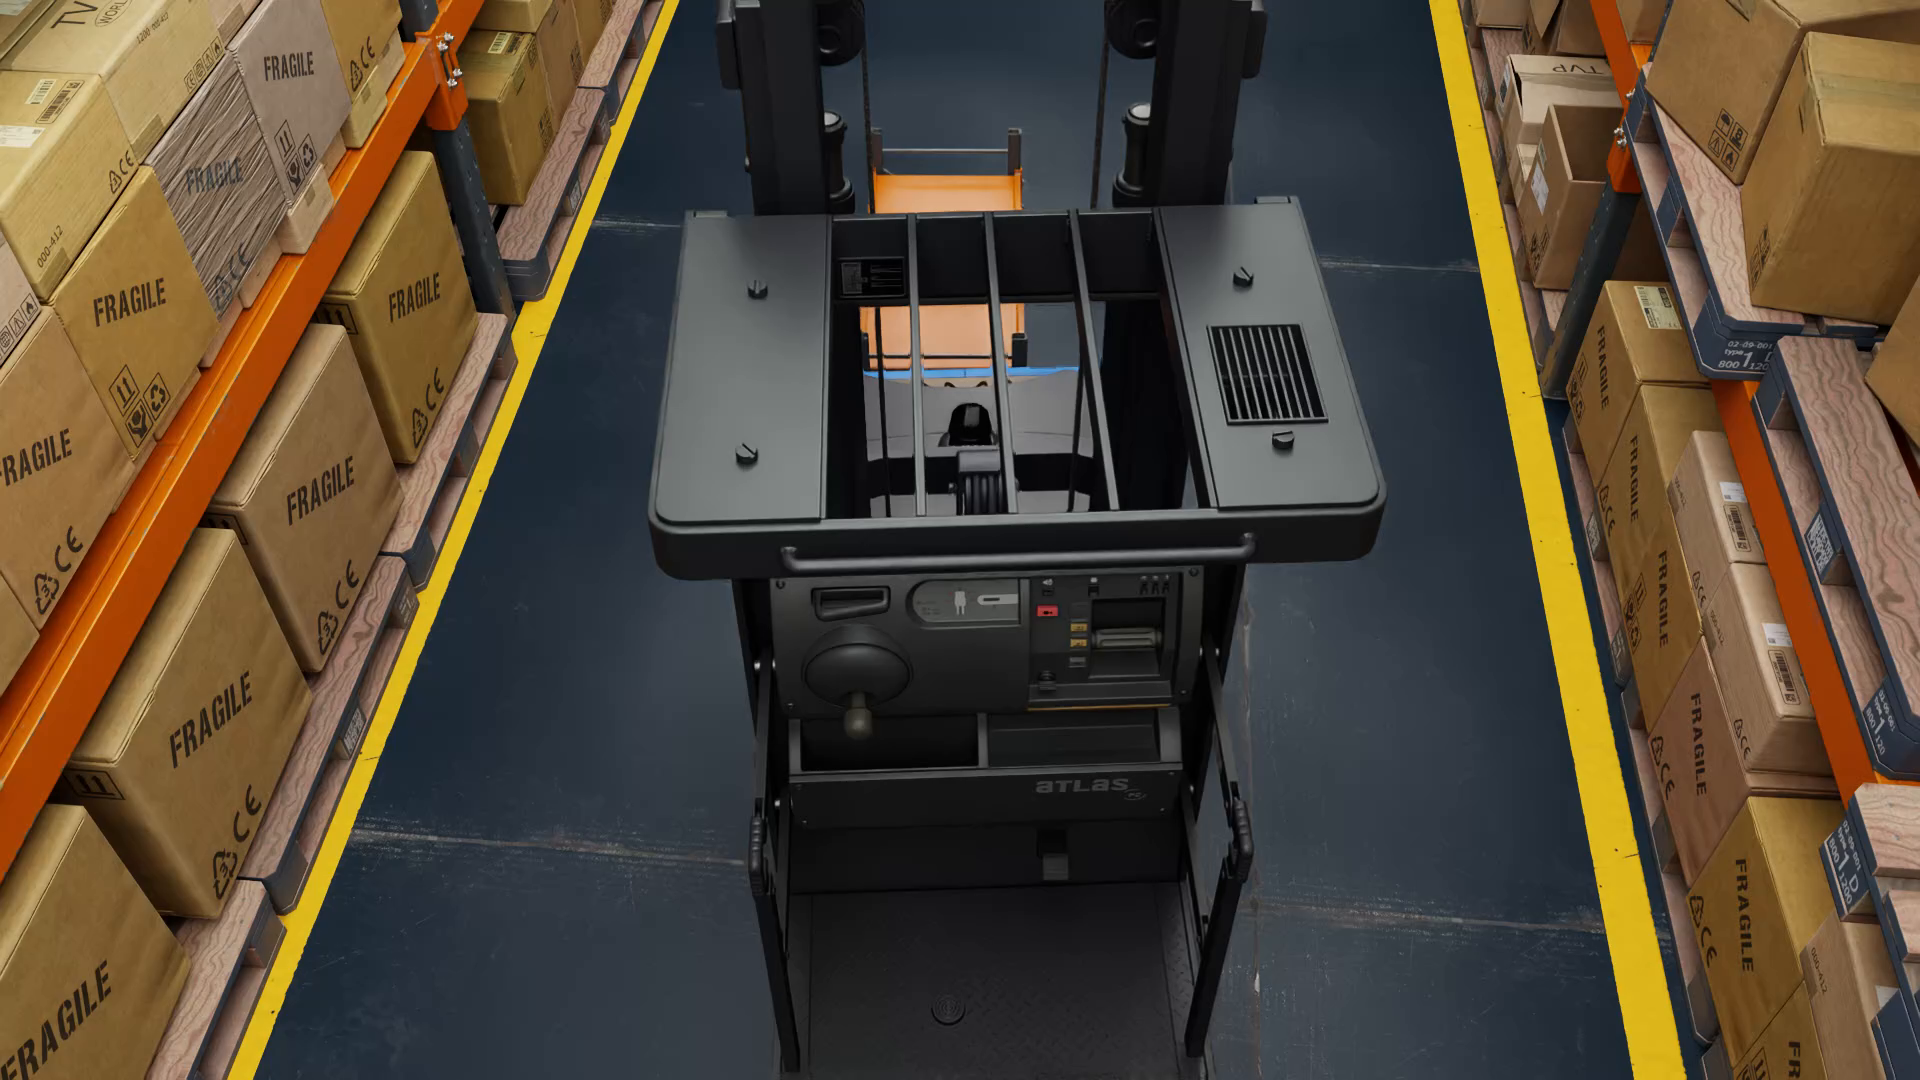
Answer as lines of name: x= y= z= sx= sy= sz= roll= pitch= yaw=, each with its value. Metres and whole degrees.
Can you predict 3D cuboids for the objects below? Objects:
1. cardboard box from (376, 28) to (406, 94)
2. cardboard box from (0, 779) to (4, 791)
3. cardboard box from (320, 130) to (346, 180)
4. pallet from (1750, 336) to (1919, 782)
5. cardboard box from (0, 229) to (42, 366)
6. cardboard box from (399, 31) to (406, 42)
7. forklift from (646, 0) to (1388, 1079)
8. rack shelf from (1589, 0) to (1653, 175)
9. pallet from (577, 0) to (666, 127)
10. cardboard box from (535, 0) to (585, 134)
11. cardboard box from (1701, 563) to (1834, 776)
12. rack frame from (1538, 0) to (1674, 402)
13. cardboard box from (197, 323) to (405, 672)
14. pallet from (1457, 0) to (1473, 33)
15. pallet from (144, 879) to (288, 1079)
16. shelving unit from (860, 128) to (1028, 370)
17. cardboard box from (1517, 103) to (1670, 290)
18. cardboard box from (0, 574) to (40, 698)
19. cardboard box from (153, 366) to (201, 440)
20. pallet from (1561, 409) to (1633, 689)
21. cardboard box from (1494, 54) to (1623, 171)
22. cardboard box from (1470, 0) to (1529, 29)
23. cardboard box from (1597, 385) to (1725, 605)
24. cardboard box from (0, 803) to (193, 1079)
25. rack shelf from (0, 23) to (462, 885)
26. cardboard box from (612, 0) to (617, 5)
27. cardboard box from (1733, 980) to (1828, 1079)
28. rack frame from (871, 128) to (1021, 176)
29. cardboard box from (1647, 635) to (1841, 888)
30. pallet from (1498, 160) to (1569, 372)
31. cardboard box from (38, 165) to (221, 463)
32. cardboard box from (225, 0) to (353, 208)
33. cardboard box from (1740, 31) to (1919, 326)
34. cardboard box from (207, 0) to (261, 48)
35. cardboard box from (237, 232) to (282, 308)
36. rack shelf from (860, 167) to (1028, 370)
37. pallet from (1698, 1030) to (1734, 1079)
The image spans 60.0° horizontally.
cardboard box: x=-1.997 y=-1.532 z=5.275 sx=0.380 sy=0.149 sz=0.250 roll=4 pitch=48 yaw=4
cardboard box: x=-2.212 y=0.539 z=3.381 sx=0.380 sy=0.149 sz=0.250 roll=5 pitch=48 yaw=5
cardboard box: x=-2.065 y=-1.158 z=4.933 sx=0.380 sy=0.149 sz=0.250 roll=5 pitch=48 yaw=5
pallet: x=2.494 y=0.028 z=3.822 sx=1.003 sy=0.211 sz=1.213 roll=4 pitch=48 yaw=4
cardboard box: x=-2.224 y=-0.411 z=3.302 sx=0.500 sy=0.250 sz=0.500 roll=4 pitch=48 yaw=4
cardboard box: x=-2.289 y=-1.844 z=6.374 sx=0.380 sy=0.149 sz=0.250 roll=4 pitch=48 yaw=3
forklift: x=0.071 y=0.327 z=3.465 sx=1.130 sy=2.935 sz=3.031 roll=-2 pitch=48 yaw=-2
rack shelf: x=2.868 y=-2.774 z=6.742 sx=1.077 sy=0.370 sz=4.000 roll=4 pitch=48 yaw=4
pallet: x=-1.992 y=-2.389 z=7.792 sx=1.003 sy=0.211 sz=1.213 roll=4 pitch=48 yaw=4
cardboard box: x=-2.028 y=-2.087 z=7.036 sx=0.700 sy=0.500 sz=0.500 roll=3 pitch=48 yaw=3
cardboard box: x=2.263 y=0.337 z=4.296 sx=0.500 sy=0.250 sz=0.500 roll=3 pitch=48 yaw=3
rack frame: x=2.686 y=-1.547 z=5.132 sx=1.000 sy=3.000 sz=0.127 roll=4 pitch=48 yaw=4
cardboard box: x=-2.256 y=-0.154 z=5.030 sx=0.750 sy=0.750 sz=0.750 roll=5 pitch=48 yaw=5
pallet: x=2.972 y=-2.904 z=8.263 sx=1.003 sy=0.211 sz=1.213 roll=4 pitch=48 yaw=4
pallet: x=-2.465 y=1.429 z=4.300 sx=1.003 sy=0.211 sz=1.213 roll=4 pitch=48 yaw=4
shelving unit: x=-0.053 y=-0.586 z=5.523 sx=0.538 sy=1.125 sz=1.048 roll=0 pitch=48 yaw=0
cardboard box: x=2.455 y=-1.290 z=6.293 sx=0.500 sy=0.500 sz=0.500 roll=4 pitch=48 yaw=4
cardboard box: x=-2.256 y=0.197 z=3.254 sx=0.500 sy=0.500 sz=0.500 roll=5 pitch=48 yaw=5
cardboard box: x=-2.192 y=-0.407 z=4.246 sx=0.380 sy=0.149 sz=0.250 roll=5 pitch=48 yaw=5
pallet: x=2.649 y=-0.006 z=5.612 sx=1.003 sy=0.211 sz=1.213 roll=4 pitch=48 yaw=4
cardboard box: x=2.523 y=-1.777 z=6.867 sx=0.500 sy=0.311 sz=0.500 roll=4 pitch=48 yaw=4
cardboard box: x=2.627 y=-2.592 z=7.653 sx=0.500 sy=0.250 sz=0.500 roll=4 pitch=48 yaw=4
cardboard box: x=2.361 y=-0.120 z=5.223 sx=0.500 sy=0.500 sz=0.500 roll=4 pitch=48 yaw=4
cardboard box: x=-2.415 y=1.114 z=3.871 sx=0.750 sy=0.750 sz=0.750 roll=3 pitch=48 yaw=3
rack shelf: x=-2.430 y=-0.165 z=4.356 sx=1.077 sy=0.370 sz=4.000 roll=4 pitch=48 yaw=4
cardboard box: x=-1.938 y=-2.857 z=7.739 sx=0.700 sy=0.500 sz=0.500 roll=2 pitch=48 yaw=2
cardboard box: x=2.173 y=1.384 z=3.847 sx=0.500 sy=0.500 sz=0.500 roll=6 pitch=48 yaw=5
rack frame: x=-0.049 y=-0.961 z=5.866 sx=0.500 sy=1.125 sz=0.032 roll=0 pitch=48 yaw=0
cardboard box: x=2.262 y=0.618 z=4.548 sx=0.500 sy=0.500 sz=0.500 roll=2 pitch=48 yaw=2
pallet: x=2.749 y=-1.111 z=6.623 sx=1.003 sy=0.211 sz=1.213 roll=4 pitch=48 yaw=4
cardboard box: x=-2.170 y=-0.551 z=3.938 sx=0.500 sy=0.500 sz=0.500 roll=5 pitch=48 yaw=5
cardboard box: x=-2.075 y=-1.287 z=4.611 sx=0.500 sy=0.500 sz=0.500 roll=4 pitch=48 yaw=4
cardboard box: x=2.420 y=-0.880 z=4.170 sx=0.700 sy=0.500 sz=0.500 roll=11 pitch=48 yaw=10
cardboard box: x=-2.092 y=-1.536 z=4.331 sx=0.500 sy=0.250 sz=0.500 roll=5 pitch=48 yaw=4
cardboard box: x=-2.119 y=-0.784 z=4.591 sx=0.380 sy=0.149 sz=0.250 roll=4 pitch=48 yaw=4
rack shelf: x=-0.053 y=-0.783 z=5.307 sx=0.538 sy=0.278 sz=1.000 roll=0 pitch=48 yaw=0
pallet: x=2.427 y=1.787 z=3.972 sx=1.003 sy=0.211 sz=1.213 roll=4 pitch=48 yaw=4
